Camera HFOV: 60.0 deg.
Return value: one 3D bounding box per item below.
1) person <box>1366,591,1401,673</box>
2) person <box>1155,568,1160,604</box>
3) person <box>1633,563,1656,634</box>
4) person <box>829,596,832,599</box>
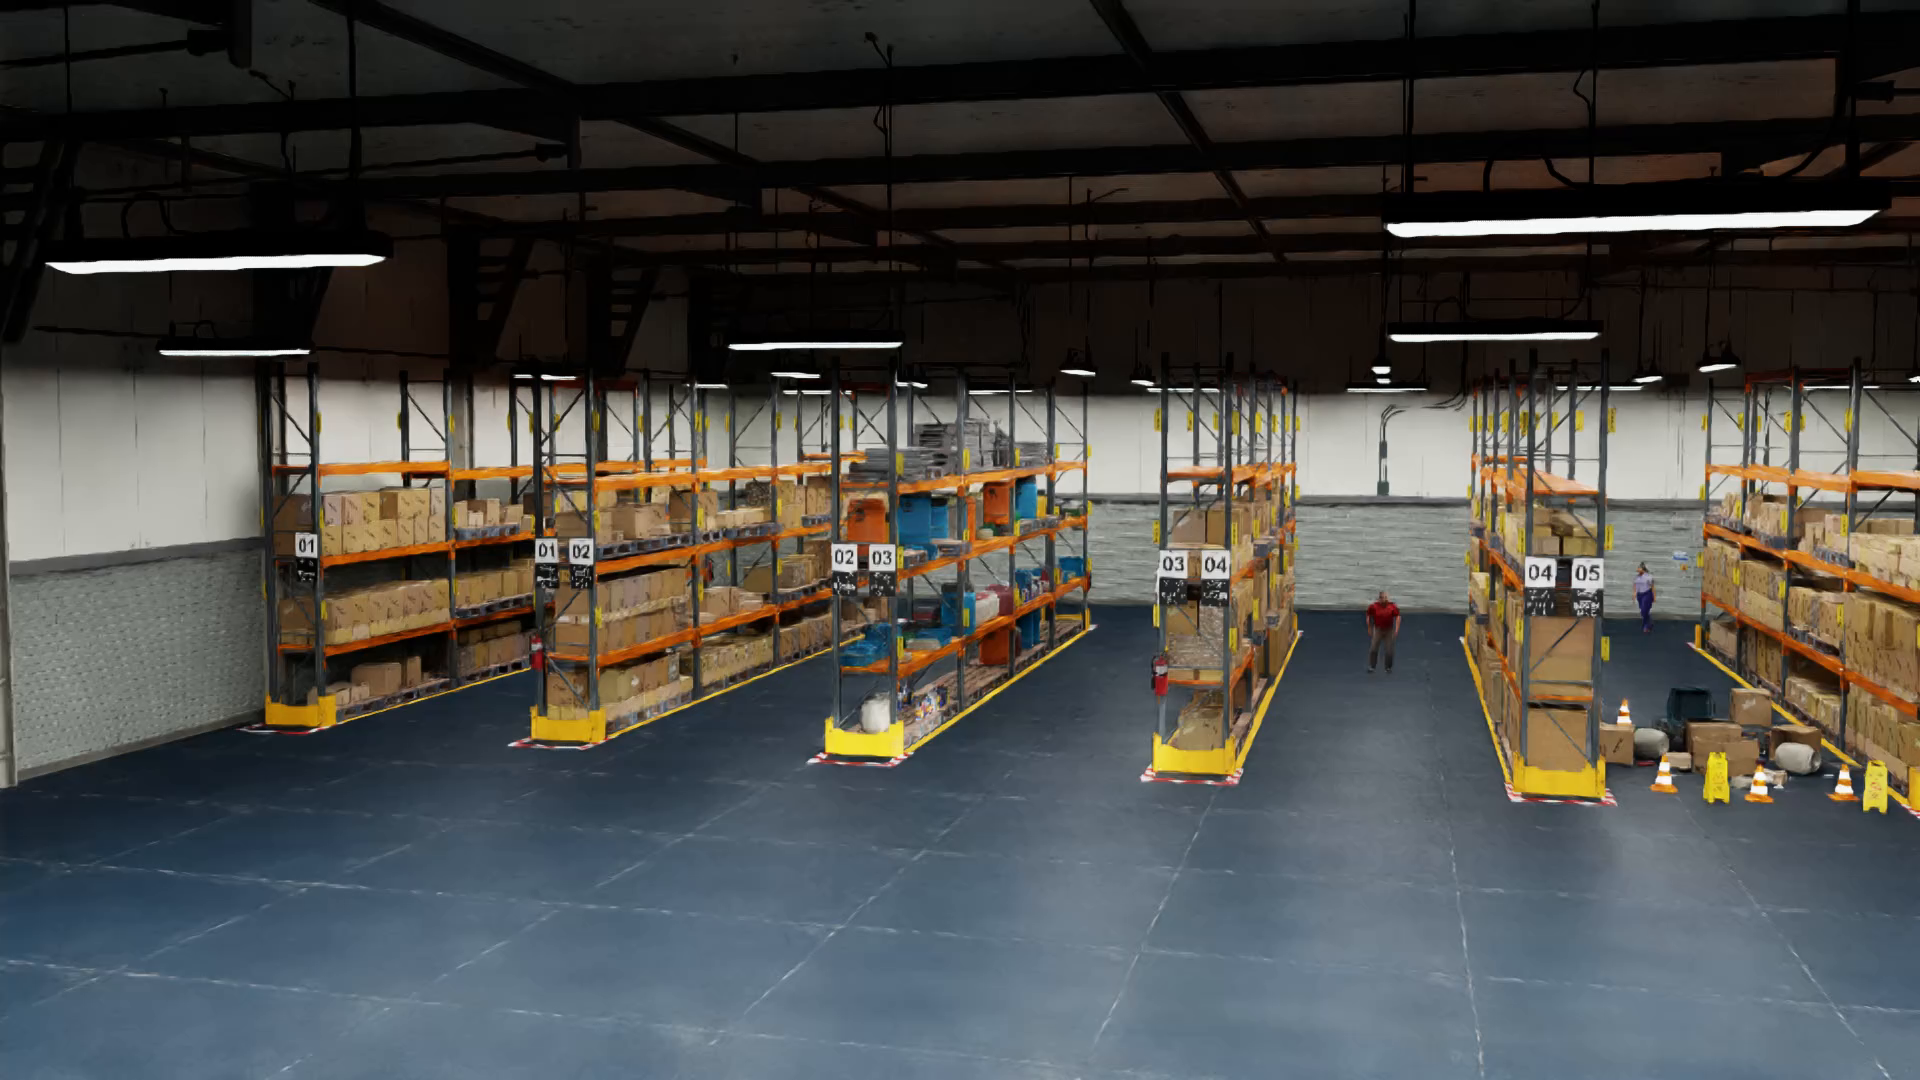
[{"bbox_3d":[8.454,1.832,33.245,0.682,1.676,0.535,1,4,13],"label":"person"},{"bbox_3d":[5.059,1.265,40.911,0.553,1.725,1.030,1,4,13],"label":"person"},{"bbox_3d":[16.441,1.394,39.877,0.525,1.670,0.595,-2,4,-22],"label":"person"},{"bbox_3d":[-3.807,0.892,46.990,0.626,1.588,0.527,-3,5,-40],"label":"person"}]
